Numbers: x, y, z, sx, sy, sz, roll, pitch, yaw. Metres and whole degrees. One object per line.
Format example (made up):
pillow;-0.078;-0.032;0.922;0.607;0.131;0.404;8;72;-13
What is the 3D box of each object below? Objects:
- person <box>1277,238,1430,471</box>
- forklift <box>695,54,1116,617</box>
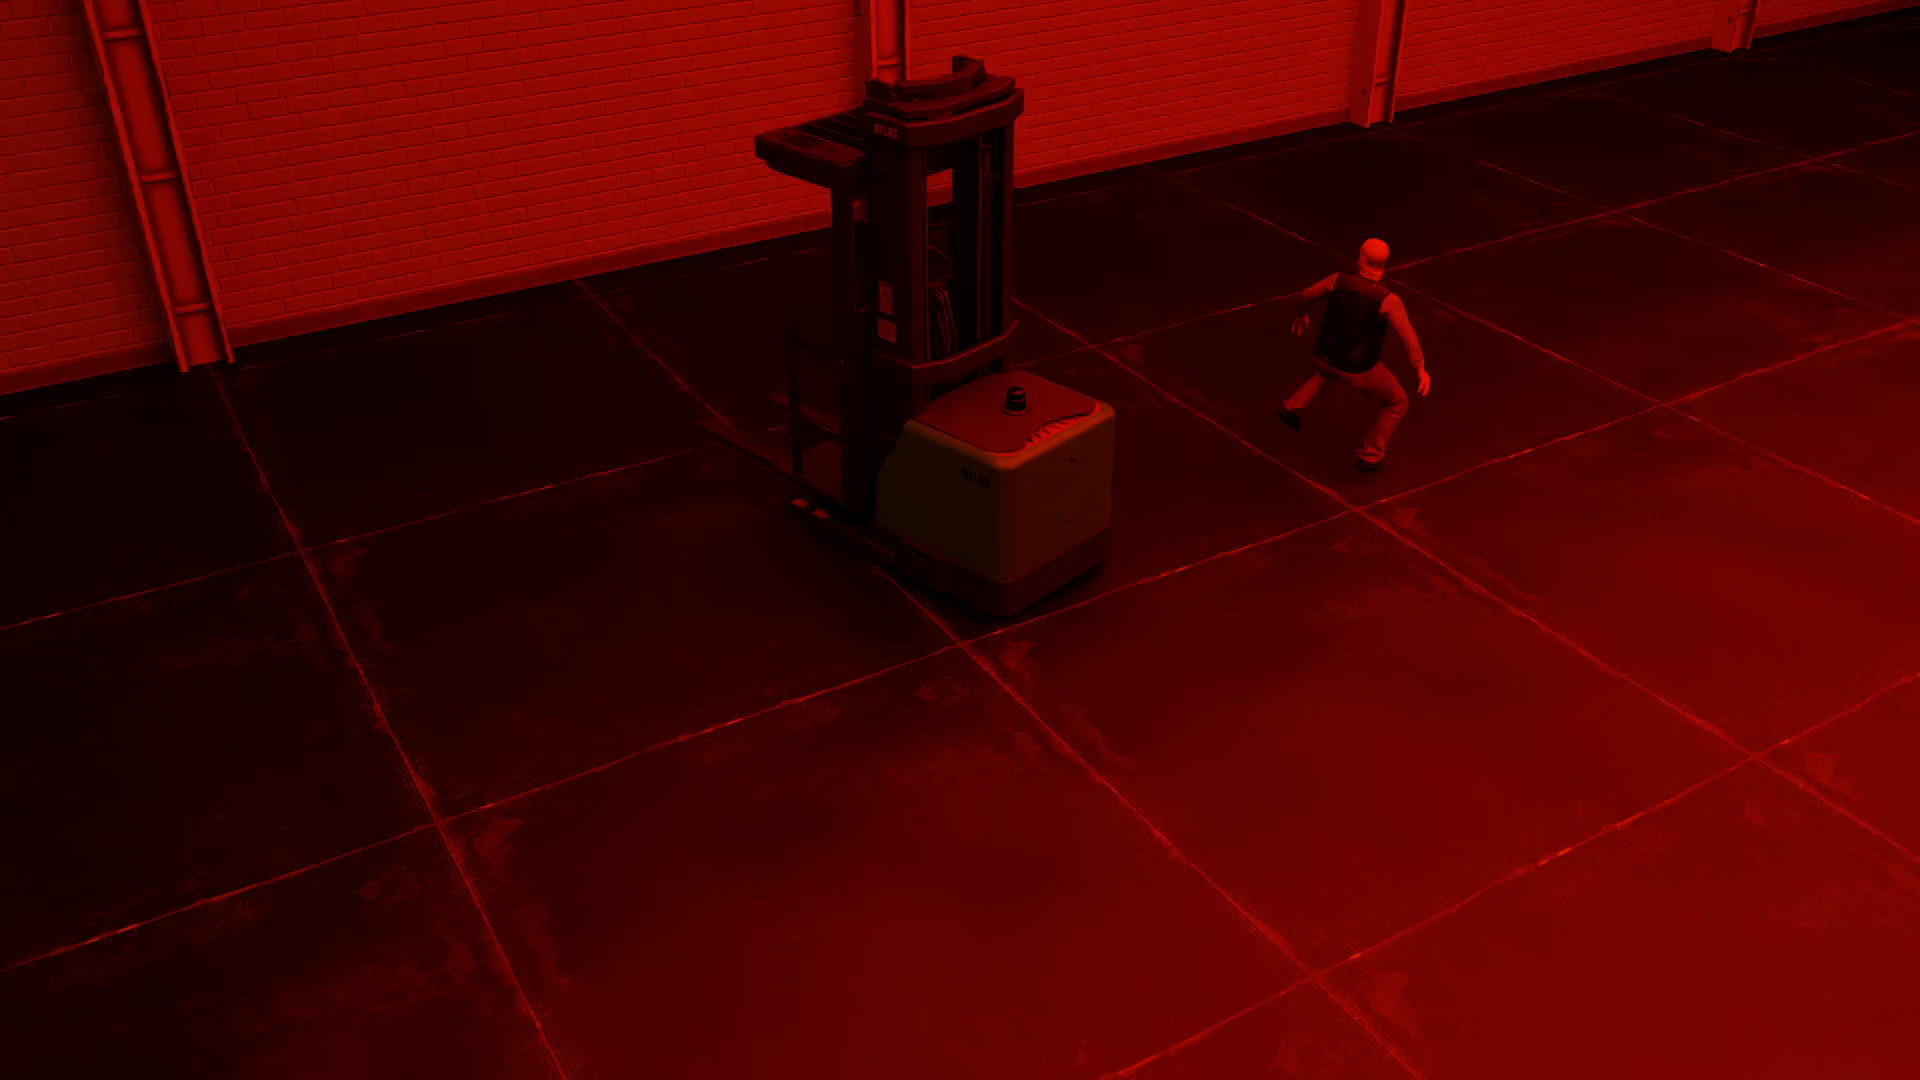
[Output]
person;2.656;-1.230;11.060;0.503;1.603;1.047;-24;38;-34
forklift;-0.490;-1.458;10.083;3.031;2.935;1.130;26;40;36
